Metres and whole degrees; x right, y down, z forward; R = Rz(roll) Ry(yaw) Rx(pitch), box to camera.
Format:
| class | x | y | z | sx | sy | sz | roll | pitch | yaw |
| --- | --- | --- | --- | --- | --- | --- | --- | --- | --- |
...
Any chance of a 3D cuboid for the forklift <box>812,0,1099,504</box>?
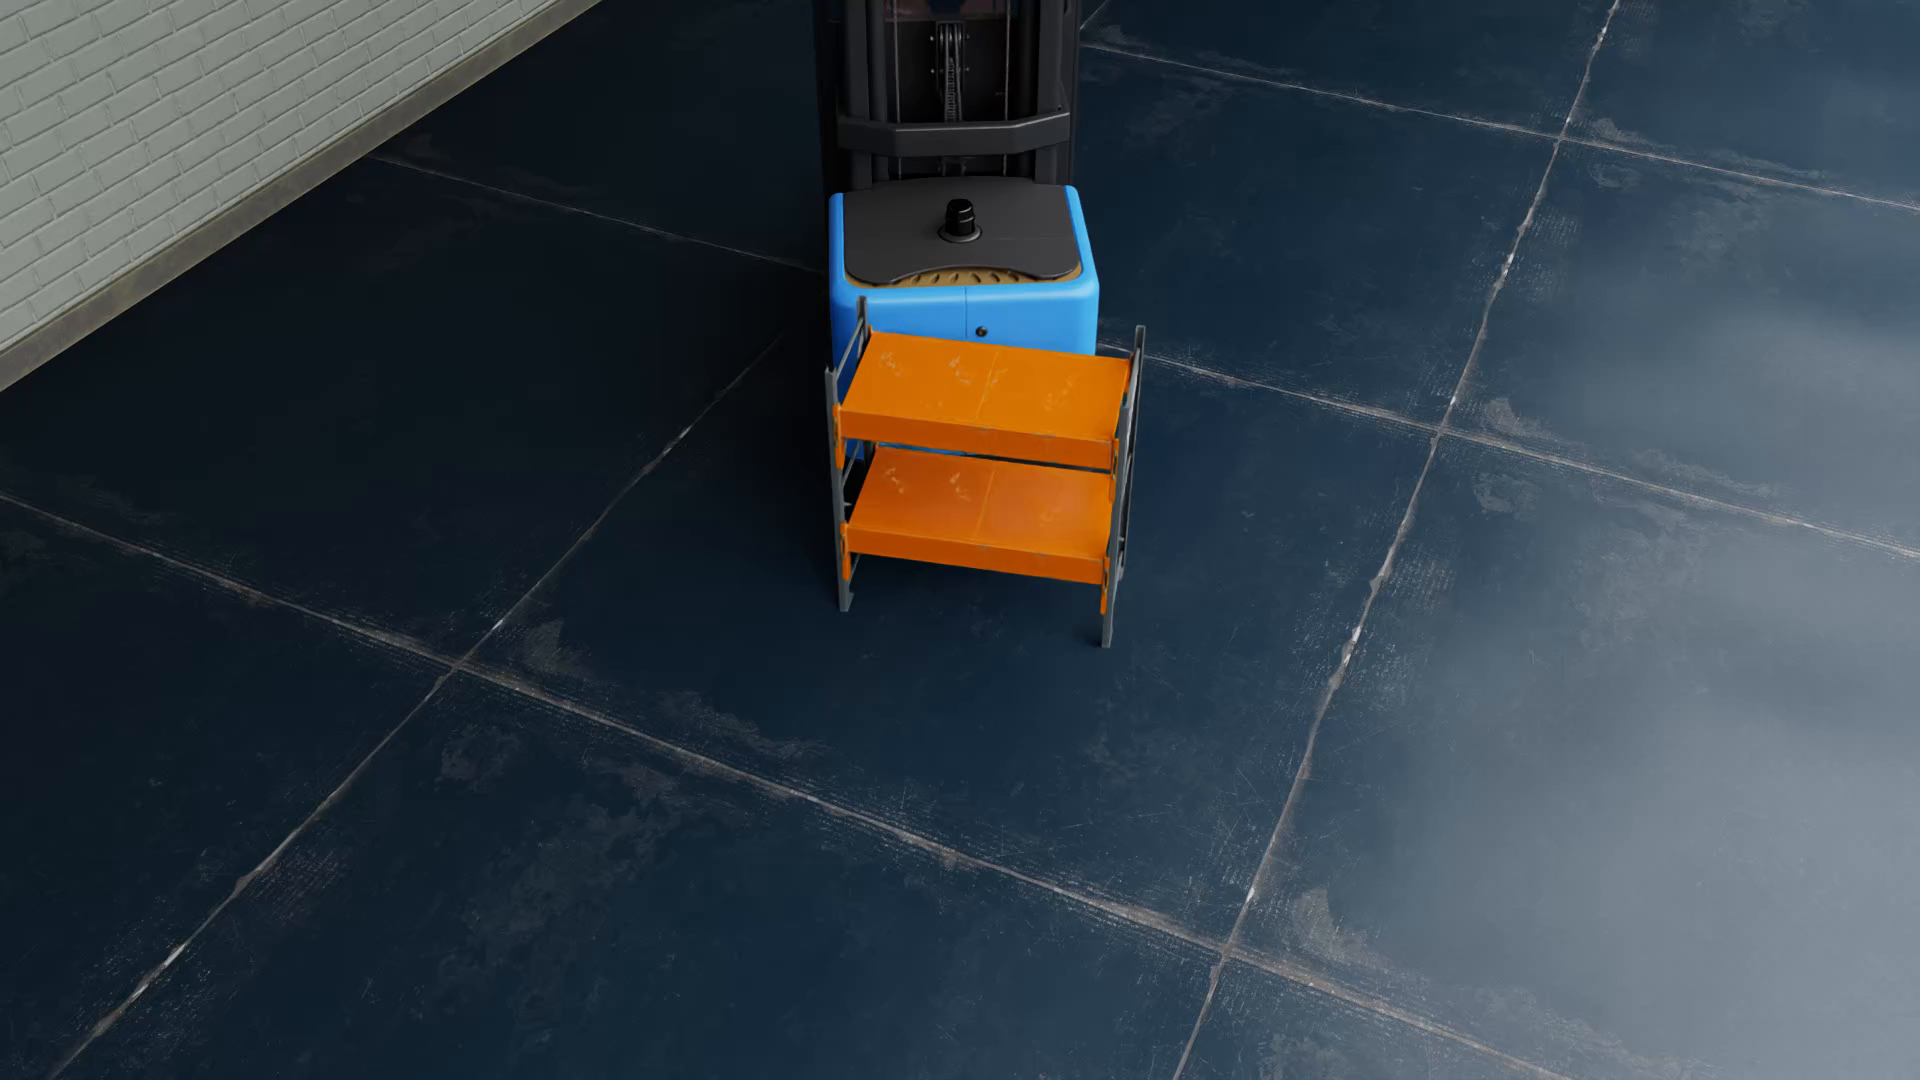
| class | x | y | z | sx | sy | sz | roll | pitch | yaw |
| --- | --- | --- | --- | --- | --- | --- | --- | --- | --- |
| forklift | -0.070 | -2.191 | 7.040 | 1.130 | 2.935 | 3.031 | -2 | 41 | -3 |

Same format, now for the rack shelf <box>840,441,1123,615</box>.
| class | x | y | z | sx | sy | sz | roll | pitch | yaw |
| --- | --- | --- | --- | --- | --- | --- | --- | --- | --- |
| rack shelf | 0.097 | -0.056 | 6.329 | 1.000 | 0.278 | 0.538 | 7 | 41 | 8 |

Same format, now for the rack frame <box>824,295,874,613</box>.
| class | x | y | z | sx | sy | sz | roll | pitch | yaw |
| --- | --- | --- | --- | --- | --- | --- | --- | --- | --- |
| rack frame | -0.402 | -0.306 | 6.244 | 0.032 | 1.125 | 0.500 | 7 | 41 | 8 |

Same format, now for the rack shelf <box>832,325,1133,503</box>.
| class | x | y | z | sx | sy | sz | roll | pitch | yaw |
| --- | --- | --- | --- | --- | --- | --- | --- | --- | --- |
| rack shelf | 0.097 | -0.462 | 5.978 | 1.000 | 0.278 | 0.538 | 7 | 41 | 8 |

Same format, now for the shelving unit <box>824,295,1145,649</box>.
| class | x | y | z | sx | sy | sz | roll | pitch | yaw |
| --- | --- | --- | --- | --- | --- | --- | --- | --- | --- |
| shelving unit | 0.097 | -0.241 | 6.169 | 1.048 | 1.125 | 0.538 | 7 | 41 | 8 |

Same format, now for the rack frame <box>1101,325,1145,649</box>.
| class | x | y | z | sx | sy | sz | roll | pitch | yaw |
| --- | --- | --- | --- | --- | --- | --- | --- | --- | --- |
| rack frame | 0.596 | -0.176 | 6.095 | 0.032 | 1.125 | 0.500 | 7 | 41 | 8 |
